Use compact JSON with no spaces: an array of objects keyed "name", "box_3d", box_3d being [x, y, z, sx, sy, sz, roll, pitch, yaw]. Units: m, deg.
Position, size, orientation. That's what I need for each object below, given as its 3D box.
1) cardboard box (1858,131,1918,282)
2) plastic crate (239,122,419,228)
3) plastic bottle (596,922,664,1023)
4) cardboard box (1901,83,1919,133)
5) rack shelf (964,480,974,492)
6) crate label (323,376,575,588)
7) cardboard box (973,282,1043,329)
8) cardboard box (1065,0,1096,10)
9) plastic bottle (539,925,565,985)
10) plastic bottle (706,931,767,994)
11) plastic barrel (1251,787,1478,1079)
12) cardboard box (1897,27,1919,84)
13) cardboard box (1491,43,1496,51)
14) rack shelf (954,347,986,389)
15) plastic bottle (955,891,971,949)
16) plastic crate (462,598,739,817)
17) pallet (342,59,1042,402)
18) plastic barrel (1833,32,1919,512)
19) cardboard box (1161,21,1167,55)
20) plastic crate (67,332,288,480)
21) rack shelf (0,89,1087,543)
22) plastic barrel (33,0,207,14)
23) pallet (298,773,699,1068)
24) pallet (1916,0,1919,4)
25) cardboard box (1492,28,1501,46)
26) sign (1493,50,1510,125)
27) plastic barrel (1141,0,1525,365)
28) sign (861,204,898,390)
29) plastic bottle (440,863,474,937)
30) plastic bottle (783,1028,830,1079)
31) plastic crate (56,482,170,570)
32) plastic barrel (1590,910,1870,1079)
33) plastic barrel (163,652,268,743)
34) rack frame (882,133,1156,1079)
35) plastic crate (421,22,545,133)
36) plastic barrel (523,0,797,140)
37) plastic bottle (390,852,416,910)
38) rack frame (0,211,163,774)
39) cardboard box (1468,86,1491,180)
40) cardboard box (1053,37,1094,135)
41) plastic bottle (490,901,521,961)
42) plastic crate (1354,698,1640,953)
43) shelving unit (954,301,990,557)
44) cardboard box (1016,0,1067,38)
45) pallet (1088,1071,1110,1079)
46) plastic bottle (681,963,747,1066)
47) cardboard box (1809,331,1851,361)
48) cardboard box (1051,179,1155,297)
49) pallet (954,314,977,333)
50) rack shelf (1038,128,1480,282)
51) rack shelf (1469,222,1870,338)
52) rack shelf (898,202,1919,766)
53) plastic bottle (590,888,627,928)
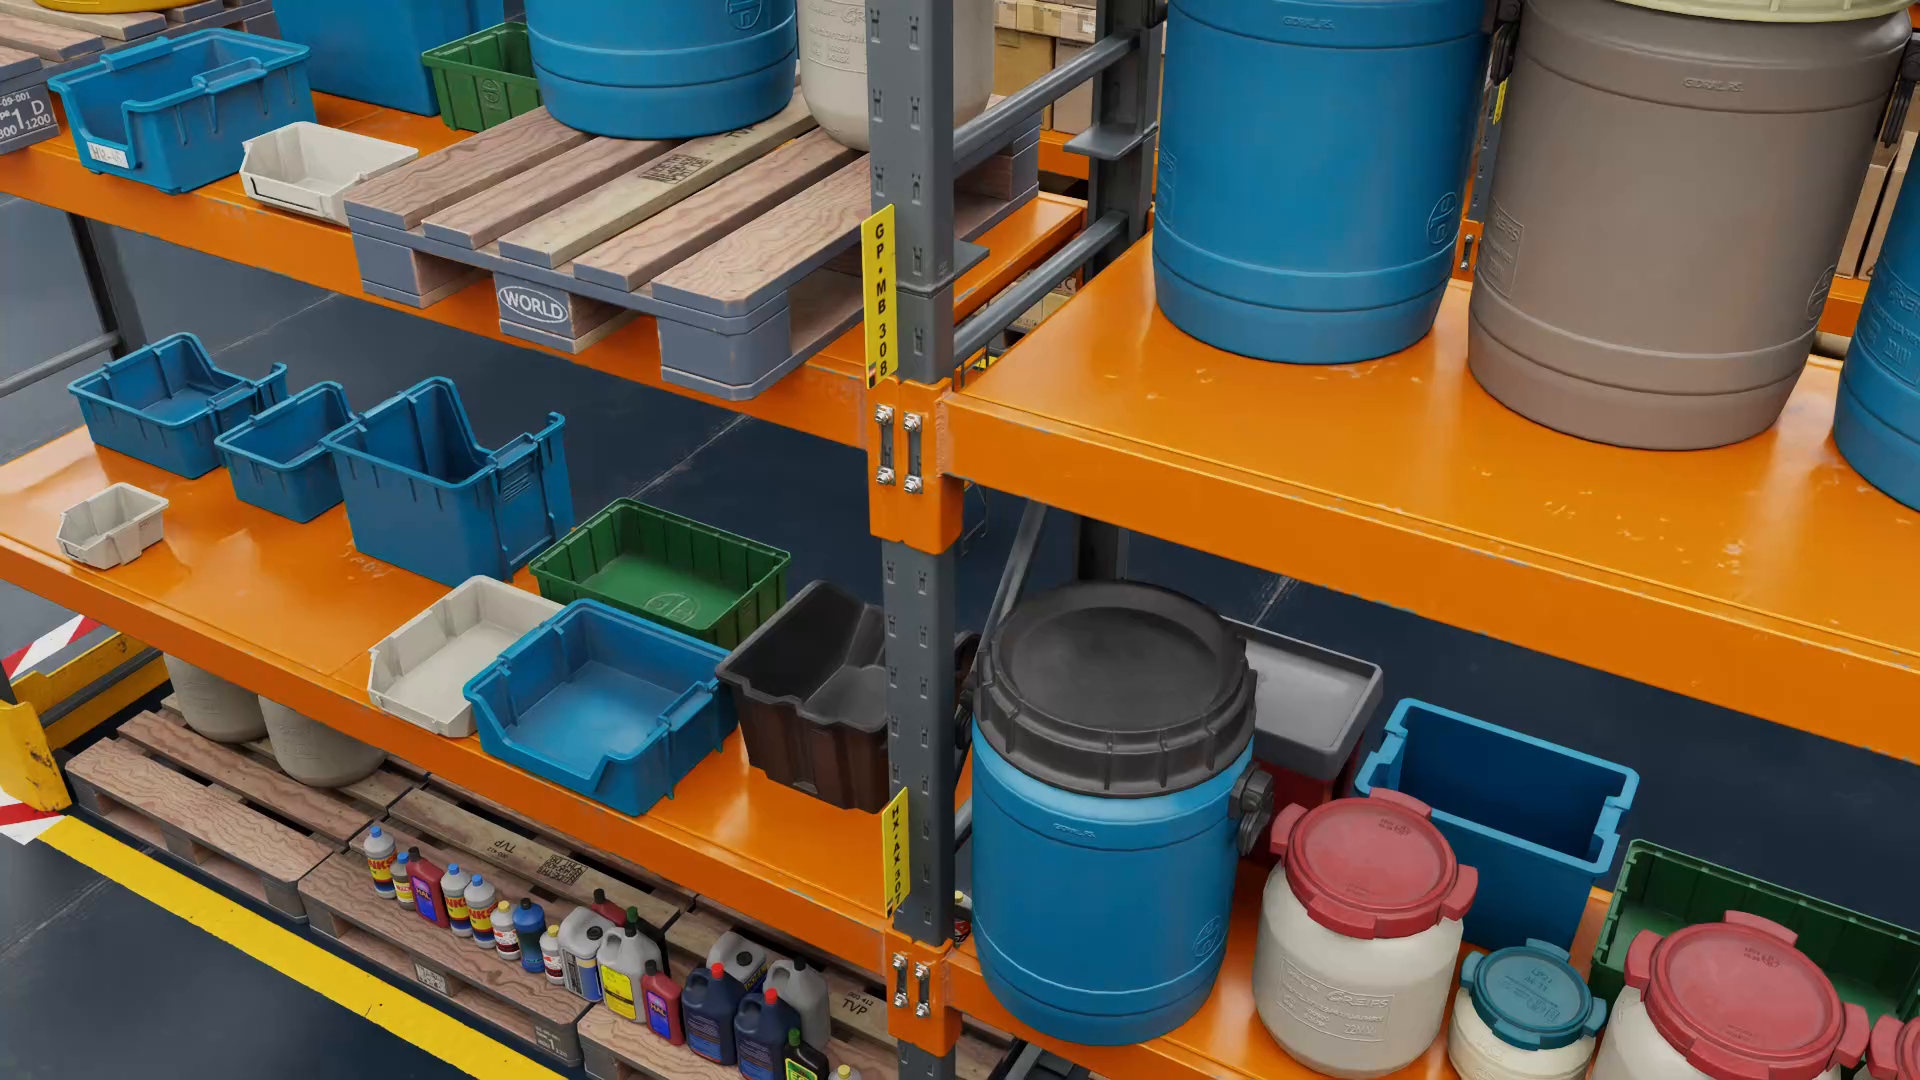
[{"name":"cardboard box","box_3d":[4.152,-1.365,7.003,0.500,0.500,0.500,18,38,24]},{"name":"plastic crate","box_3d":[-1.455,-0.828,3.818,0.396,0.136,0.243,18,37,24]},{"name":"plastic bottle","box_3d":[-1.010,1.297,5.088,0.185,0.351,0.144,17,37,24]},{"name":"cardboard box","box_3d":[6.599,-2.880,11.227,0.500,0.500,0.700,18,38,25]},{"name":"rack shelf","box_3d":[-0.013,-0.267,7.581,0.180,0.103,0.258,18,37,24]},{"name":"crate label","box_3d":[-1.601,-0.181,5.283,0.616,0.435,0.502,18,37,24]},{"name":"cardboard box","box_3d":[0.353,-1.427,9.289,0.500,0.250,0.500,18,37,24]},{"name":"cardboard box","box_3d":[0.905,-2.939,8.197,0.500,0.500,0.700,18,38,24]},{"name":"plastic bottle","box_3d":[-1.265,1.294,5.229,0.097,0.201,0.097,0,34,0]},{"name":"plastic bottle","box_3d":[-0.677,1.339,5.093,0.135,0.276,0.152,18,37,24]},{"name":"plastic barrel","box_3d":[0.861,0.870,3.614,0.433,0.535,0.433,0,34,0]},{"name":"cardboard box","box_3d":[6.540,-3.209,11.045,0.500,0.250,0.500,16,37,23]},{"name":"cardboard box","box_3d":[2.463,-2.303,7.827,0.250,0.149,0.380,18,37,24]},{"name":"rack shelf","box_3d":[-0.013,-0.766,7.248,0.180,0.103,0.258,18,37,24]},{"name":"plastic bottle","box_3d":[-0.008,1.213,5.350,0.097,0.201,0.097,0,34,0]},{"name":"plastic crate","box_3d":[-0.956,0.446,4.508,0.616,0.251,0.499,18,37,24]},{"name":"pallet","box_3d":[-0.535,-0.763,3.654,1.003,0.211,1.213,18,37,24]},{"name":"plastic barrel","box_3d":[1.825,-0.504,2.642,0.708,0.901,0.600,18,37,24]},{"name":"cardboard box","box_3d":[1.157,-2.458,8.059,0.250,0.149,0.380,19,38,26]},{"name":"plastic crate","box_3d":[-2.750,-0.486,5.908,0.616,0.251,0.499,18,37,24]},{"name":"rack shelf","box_3d":[-1.597,-0.941,4.400,4.000,0.370,1.077,18,37,24]},{"name":"plastic barrel","box_3d":[-2.280,-1.791,4.479,0.600,0.588,0.600,0,34,0]},{"name":"pallet","box_3d":[-1.486,1.179,5.789,1.213,0.211,1.003,18,37,24]},{"name":"pallet","box_3d":[6.789,-3.554,10.554,1.213,0.211,1.003,18,37,24]},{"name":"cardboard box","box_3d":[2.212,-2.525,7.575,0.500,0.500,0.700,18,38,25]},{"name":"sign","box_3d":[2.327,-1.950,7.120,0.005,0.325,0.100,18,37,24]},{"name":"plastic barrel","box_3d":[0.689,-0.864,3.182,0.708,0.901,0.600,18,37,24]},{"name":"sign","box_3d":[-0.143,-0.433,2.979,0.005,0.325,0.100,18,37,24]},{"name":"plastic bottle","box_3d":[-1.616,1.153,5.376,0.097,0.271,0.097,0,34,0]},{"name":"plastic bottle","box_3d":[-0.442,1.532,4.797,0.133,0.283,0.061,20,38,27]},{"name":"plastic crate","box_3d":[-2.716,-0.031,5.329,0.250,0.136,0.298,18,37,24]},{"name":"plastic barrel","box_3d":[1.498,1.072,3.311,0.433,0.535,0.433,0,34,0]},{"name":"plastic barrel","box_3d":[-2.724,0.463,6.214,0.421,0.512,0.421,0,34,0]},{"name":"rack frame","box_3d":[0.140,0.558,4.206,0.127,3.000,1.000,18,37,24]},{"name":"plastic crate","box_3d":[-1.095,-1.167,4.281,0.450,0.188,0.336,18,37,24]},{"name":"plastic barrel","box_3d":[-0.671,-1.399,3.607,0.708,0.901,0.600,18,37,24]},{"name":"plastic bottle","box_3d":[-1.824,1.117,5.495,0.097,0.201,0.097,0,34,0]},{"name":"rack frame","box_3d":[-3.333,-0.542,5.858,0.127,3.000,1.000,18,37,24]},{"name":"cardboard box","box_3d":[2.212,-1.985,7.935,0.500,0.500,0.700,17,37,23]},{"name":"cardboard box","box_3d":[0.872,-2.407,8.569,0.500,0.500,0.700,19,38,26]},{"name":"plastic bottle","box_3d":[-1.443,1.237,5.314,0.097,0.201,0.097,0,34,0]},{"name":"plastic crate","box_3d":[1.252,0.718,3.979,0.575,0.384,0.392,18,37,24]},{"name":"shelving unit","box_3d":[-0.013,-0.503,7.423,0.189,1.200,0.258,18,37,24]},{"name":"cardboard box","box_3d":[0.481,-2.672,8.380,0.250,0.149,0.380,17,37,24]},{"name":"pallet","box_3d":[0.841,1.916,4.682,1.213,0.211,1.003,18,37,24]},{"name":"plastic bottle","box_3d":[-0.729,1.386,4.955,0.185,0.351,0.144,16,37,22]},{"name":"cardboard box","box_3d":[3.981,-0.836,7.896,0.500,0.311,0.500,17,37,24]},{"name":"cardboard box","box_3d":[0.784,-1.599,8.870,0.500,0.500,0.500,18,37,24]},{"name":"pallet","box_3d":[-0.187,-1.574,9.923,1.213,0.211,1.003,18,37,24]},{"name":"rack shelf","box_3d":[0.864,-2.075,8.809,4.000,0.370,1.077,18,37,24]},{"name":"rack shelf","box_3d":[4.337,-0.975,7.157,4.000,0.370,1.077,18,37,24]},{"name":"rack shelf","box_3d":[1.876,0.159,2.748,4.000,0.370,1.077,18,37,24]},{"name":"plastic bottle","box_3d":[-1.096,1.227,5.254,0.133,0.283,0.061,18,37,24]}]
